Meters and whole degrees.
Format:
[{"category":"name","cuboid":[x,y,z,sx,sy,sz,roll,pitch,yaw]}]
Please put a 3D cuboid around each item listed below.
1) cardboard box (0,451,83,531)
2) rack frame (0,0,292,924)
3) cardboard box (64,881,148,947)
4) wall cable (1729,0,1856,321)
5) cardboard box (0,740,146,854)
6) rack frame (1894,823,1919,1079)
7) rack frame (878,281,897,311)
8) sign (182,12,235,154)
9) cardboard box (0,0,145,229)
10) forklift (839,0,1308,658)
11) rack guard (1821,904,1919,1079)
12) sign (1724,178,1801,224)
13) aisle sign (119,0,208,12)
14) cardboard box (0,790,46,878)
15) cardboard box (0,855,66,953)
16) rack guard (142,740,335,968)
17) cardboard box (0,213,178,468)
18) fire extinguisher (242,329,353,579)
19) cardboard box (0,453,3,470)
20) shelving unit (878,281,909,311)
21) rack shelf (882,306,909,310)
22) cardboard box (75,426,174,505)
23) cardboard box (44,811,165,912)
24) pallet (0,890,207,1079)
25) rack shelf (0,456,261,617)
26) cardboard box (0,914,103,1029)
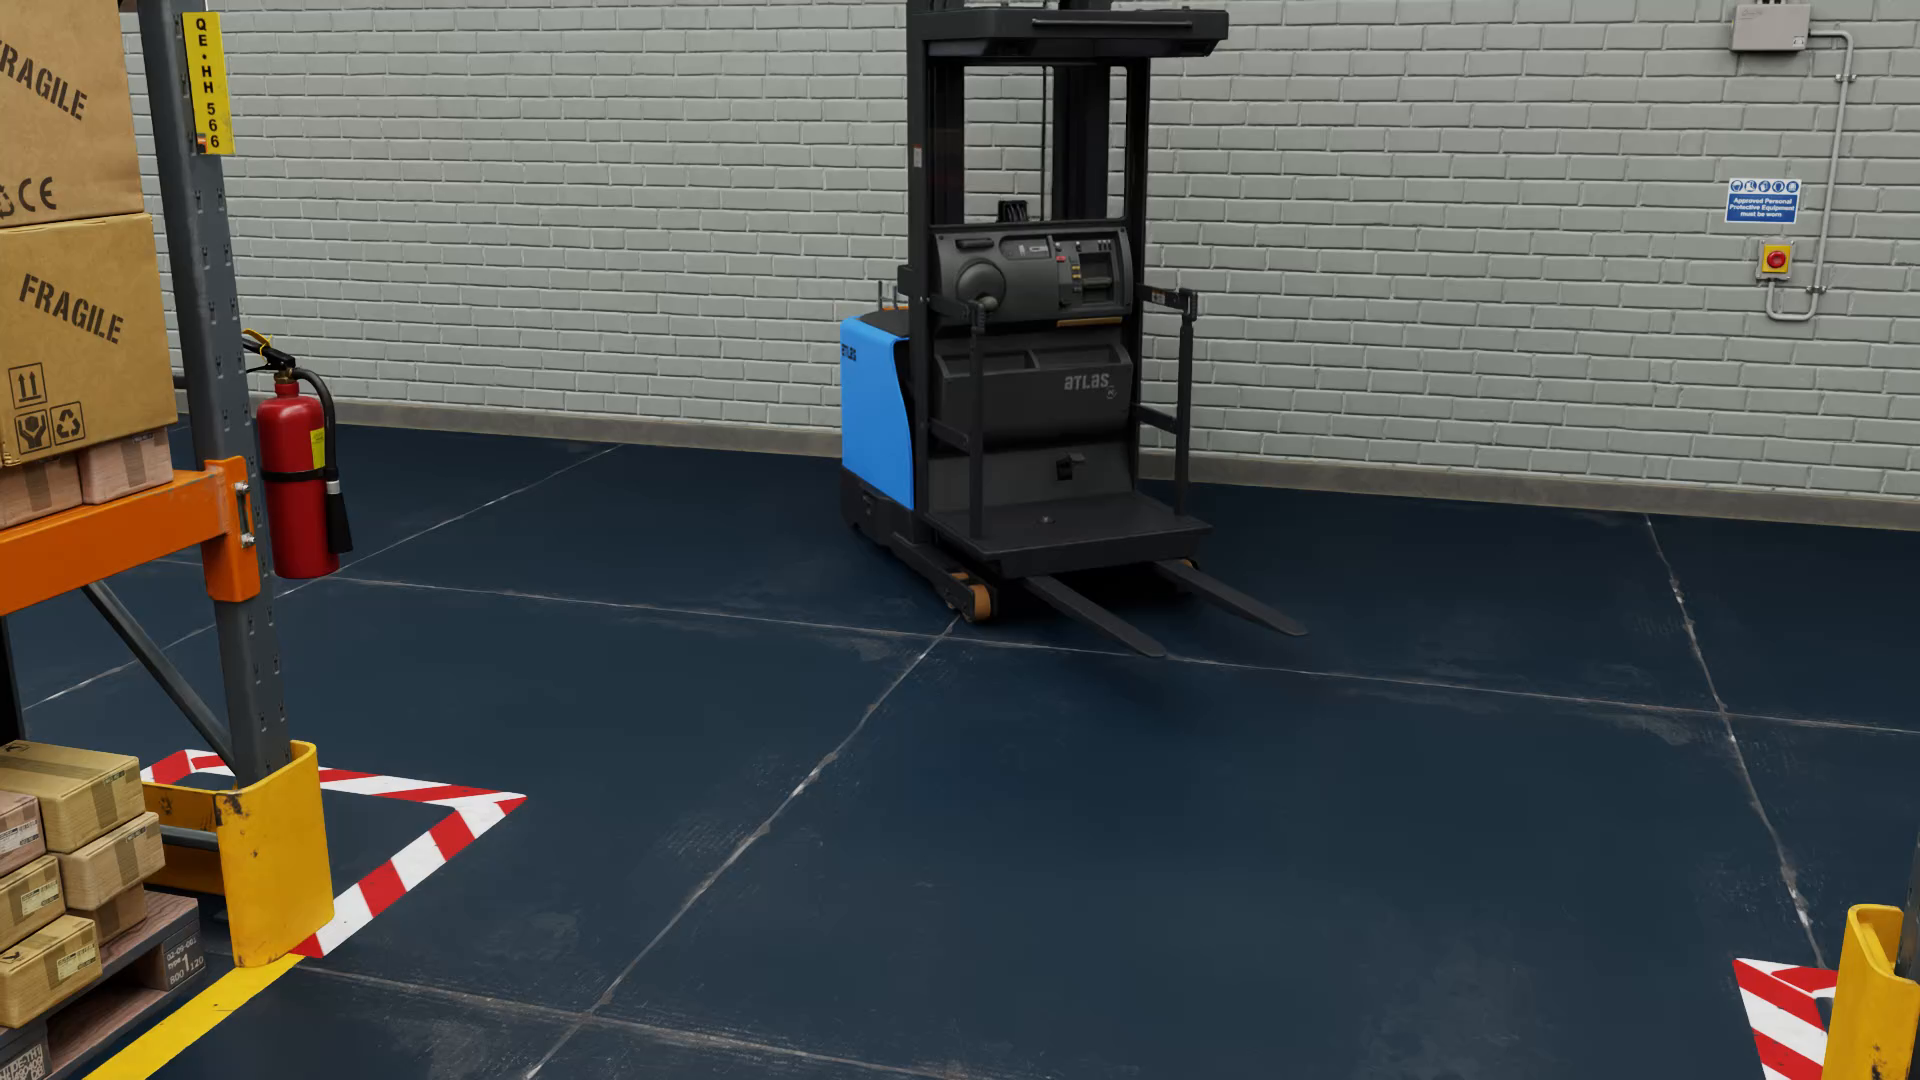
[{"category":"cardboard box","cuboid":[-2.243,-0.135,3.767,0.380,0.149,0.250,5,16,16]},{"category":"rack frame","cuboid":[-2.315,-0.425,4.330,1.000,3.000,0.127,5,16,16]},{"category":"cardboard box","cuboid":[-2.264,0.899,4.119,0.380,0.149,0.250,5,17,17]},{"category":"wall cable","cuboid":[4.040,-2.048,8.134,0.585,1.953,0.123,5,16,16]},{"category":"cardboard box","cuboid":[-2.222,0.617,4.023,0.380,0.149,0.250,5,17,17]},{"category":"rack frame","cuboid":[2.463,-0.067,3.069,0.949,2.616,0.053,5,16,16]},{"category":"rack frame","cuboid":[-0.377,-0.756,8.796,0.015,1.200,0.240,-7,17,-22]},{"category":"sign","cuboid":[-1.788,-1.086,3.959,0.100,0.325,0.005,5,16,16]},{"category":"cardboard box","cuboid":[-2.206,-0.958,3.649,0.500,0.500,0.500,4,16,15]},{"category":"forklift","cuboid":[0.419,-1.188,7.146,1.130,2.935,3.031,-7,17,-22]},{"category":"rack guard","cuboid":[2.467,1.129,3.433,1.175,0.500,0.348,5,16,16]},{"category":"sign","cuboid":[4.011,-1.694,8.310,0.327,0.218,0.001,5,16,16]},{"category":"aisle sign","cuboid":[-2.006,-1.671,3.961,0.394,0.787,0.004,5,16,16]},{"category":"cardboard box","cuboid":[-2.348,0.678,3.807,0.380,0.149,0.250,5,17,17]},{"category":"cardboard box","cuboid":[-2.317,0.826,3.830,0.380,0.149,0.250,4,16,15]},{"category":"rack guard","cuboid":[-2.336,0.798,4.601,1.175,0.500,0.348,5,16,16]},{"category":"cardboard box","cuboid":[-2.195,-0.478,3.791,0.500,0.500,0.500,5,17,17]},{"category":"fire extinguisher","cuboid":[-1.800,-0.238,4.498,0.296,0.674,0.183,5,16,16]},{"category":"cardboard box","cuboid":[-2.347,-0.344,3.317,0.500,0.500,0.500,4,16,15]},{"category":"shelving unit","cuboid":[-0.153,-0.782,8.889,0.503,1.200,0.258,-7,17,-22]},{"category":"rack shelf","cuboid":[-0.153,-1.160,8.782,0.480,0.148,0.258,-7,17,-22]},{"category":"cardboard box","cuboid":[-2.136,-0.197,3.986,0.380,0.149,0.250,5,16,16]},{"category":"cardboard box","cuboid":[-2.191,0.762,4.056,0.380,0.149,0.250,4,16,14]},{"category":"pallet","cuboid":[-2.601,1.146,3.901,1.003,0.211,1.213,5,16,16]},{"category":"rack shelf","cuboid":[-2.883,0.445,2.583,1.077,0.370,4.000,5,16,16]},{"category":"cardboard box","cuboid":[-2.240,0.974,3.854,0.380,0.149,0.250,5,17,18]}]
